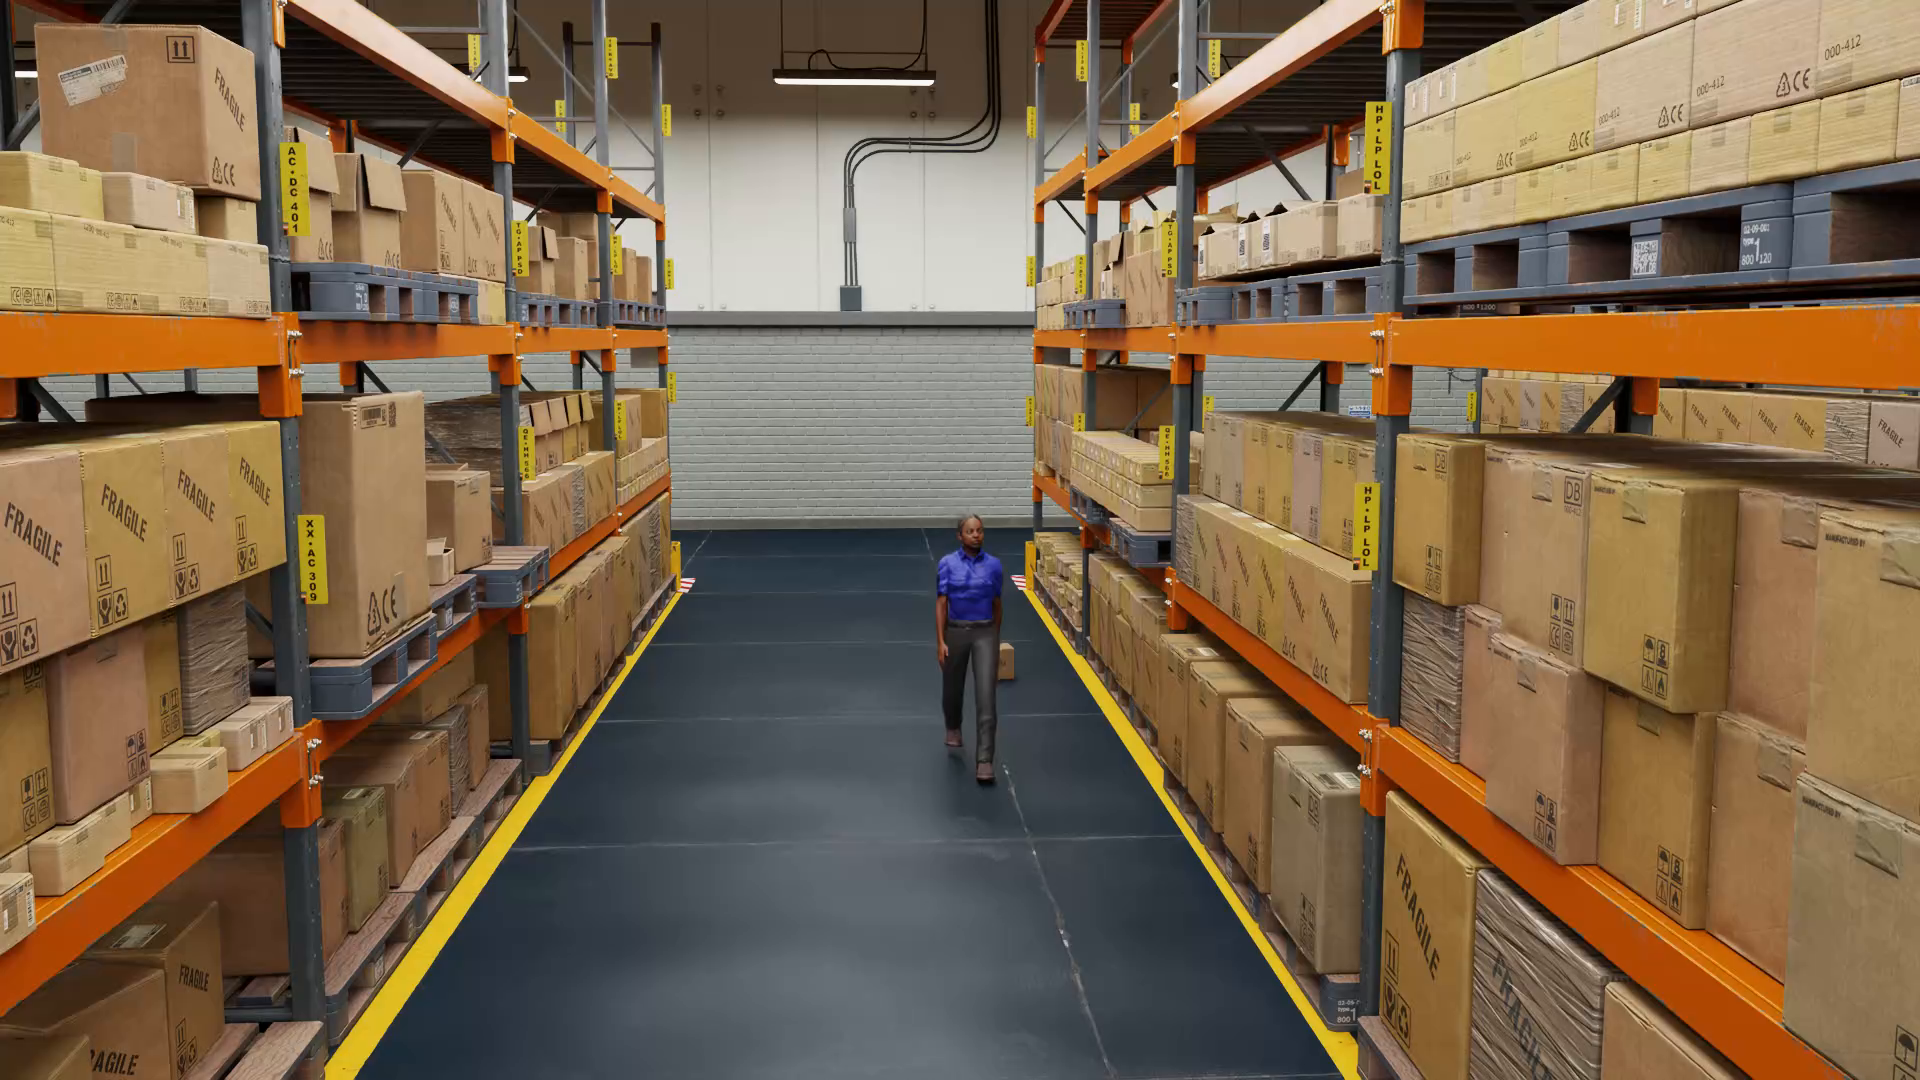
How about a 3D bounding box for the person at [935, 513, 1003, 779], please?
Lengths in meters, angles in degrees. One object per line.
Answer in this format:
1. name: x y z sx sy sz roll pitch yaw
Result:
1. person: 0.060 0.634 10.549 0.432 1.611 0.922 0 7 -1
